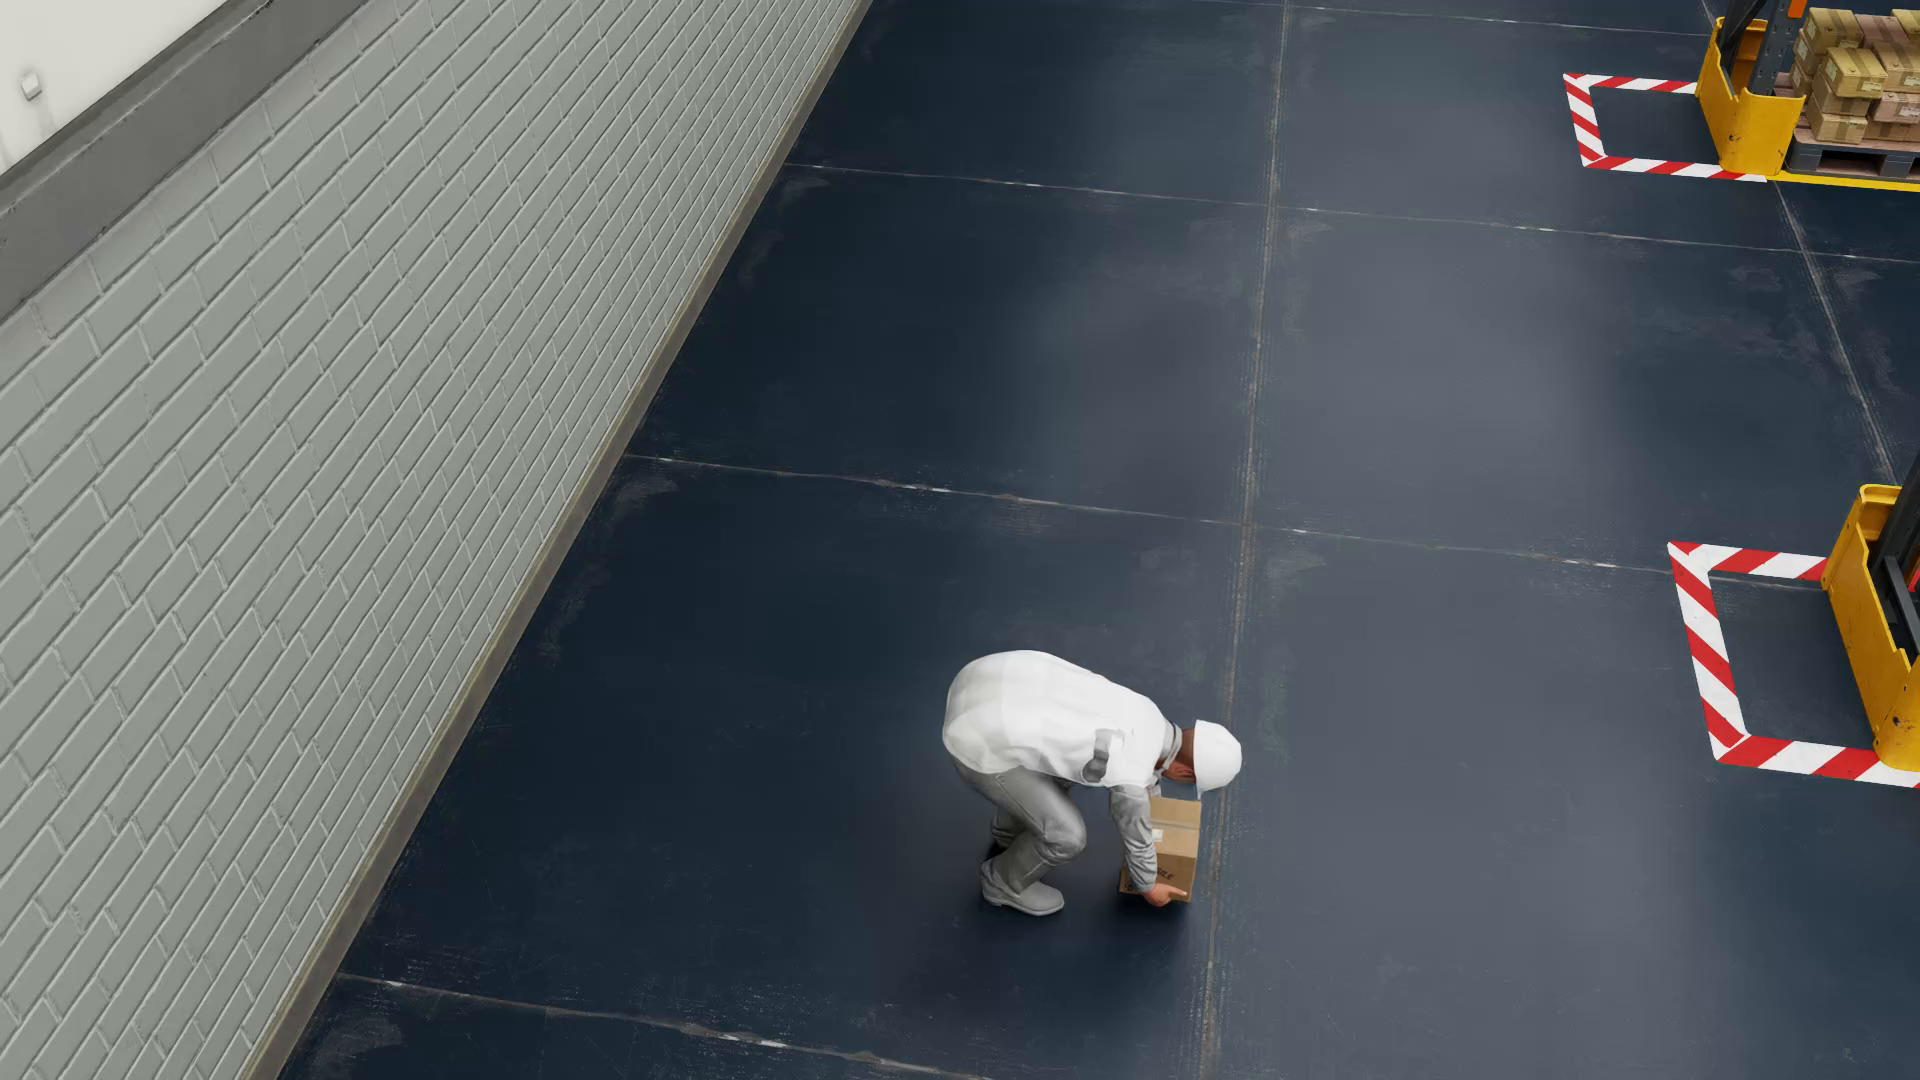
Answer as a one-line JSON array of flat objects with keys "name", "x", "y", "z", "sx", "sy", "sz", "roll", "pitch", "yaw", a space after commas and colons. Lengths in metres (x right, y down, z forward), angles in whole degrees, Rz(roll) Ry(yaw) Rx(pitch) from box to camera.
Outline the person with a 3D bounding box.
[{"name": "person", "x": 0.453, "y": 0.840, "z": 5.731, "sx": 0.985, "sy": 1.015, "sz": 0.503, "roll": 5, "pitch": 40, "yaw": 5}]
